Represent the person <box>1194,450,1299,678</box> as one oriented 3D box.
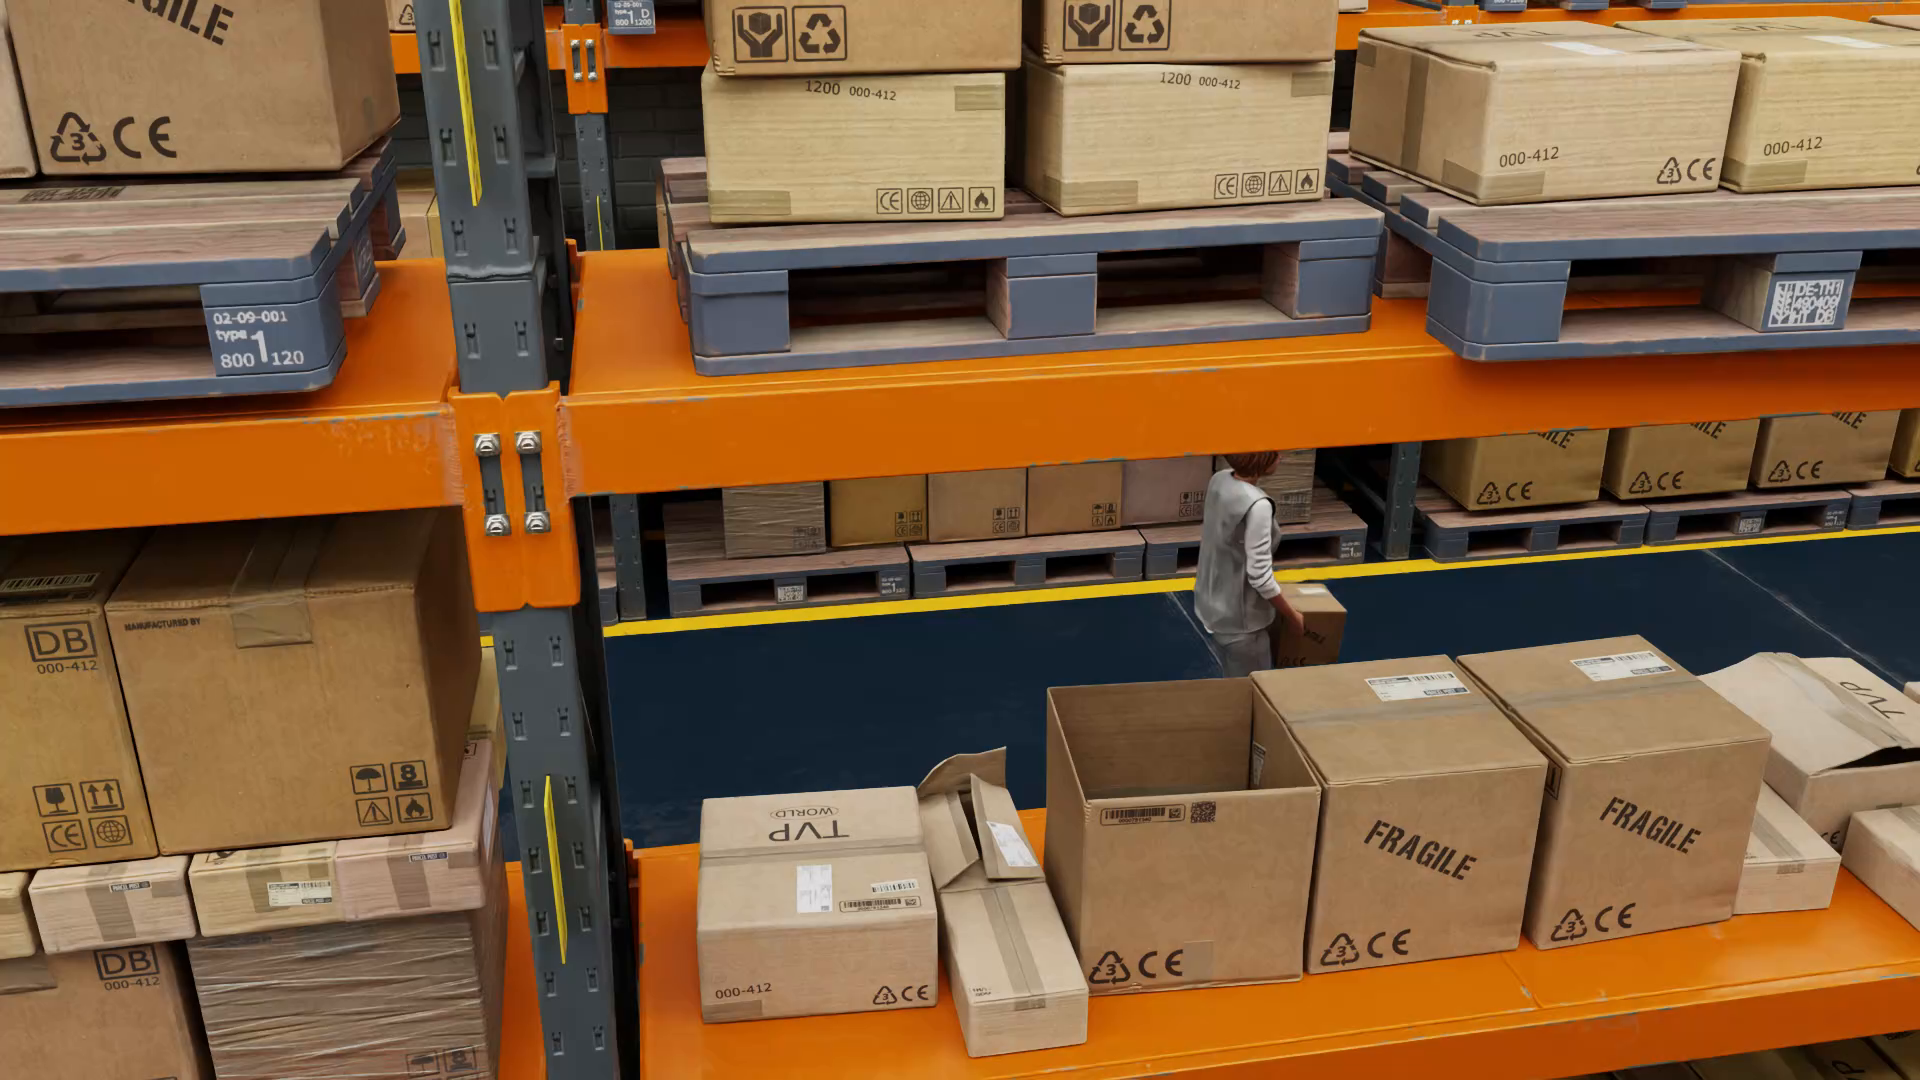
[{"bbox_3d":[1.101,0.293,6.445,0.365,1.593,0.465,-4,24,-10],"label":"person"}]
